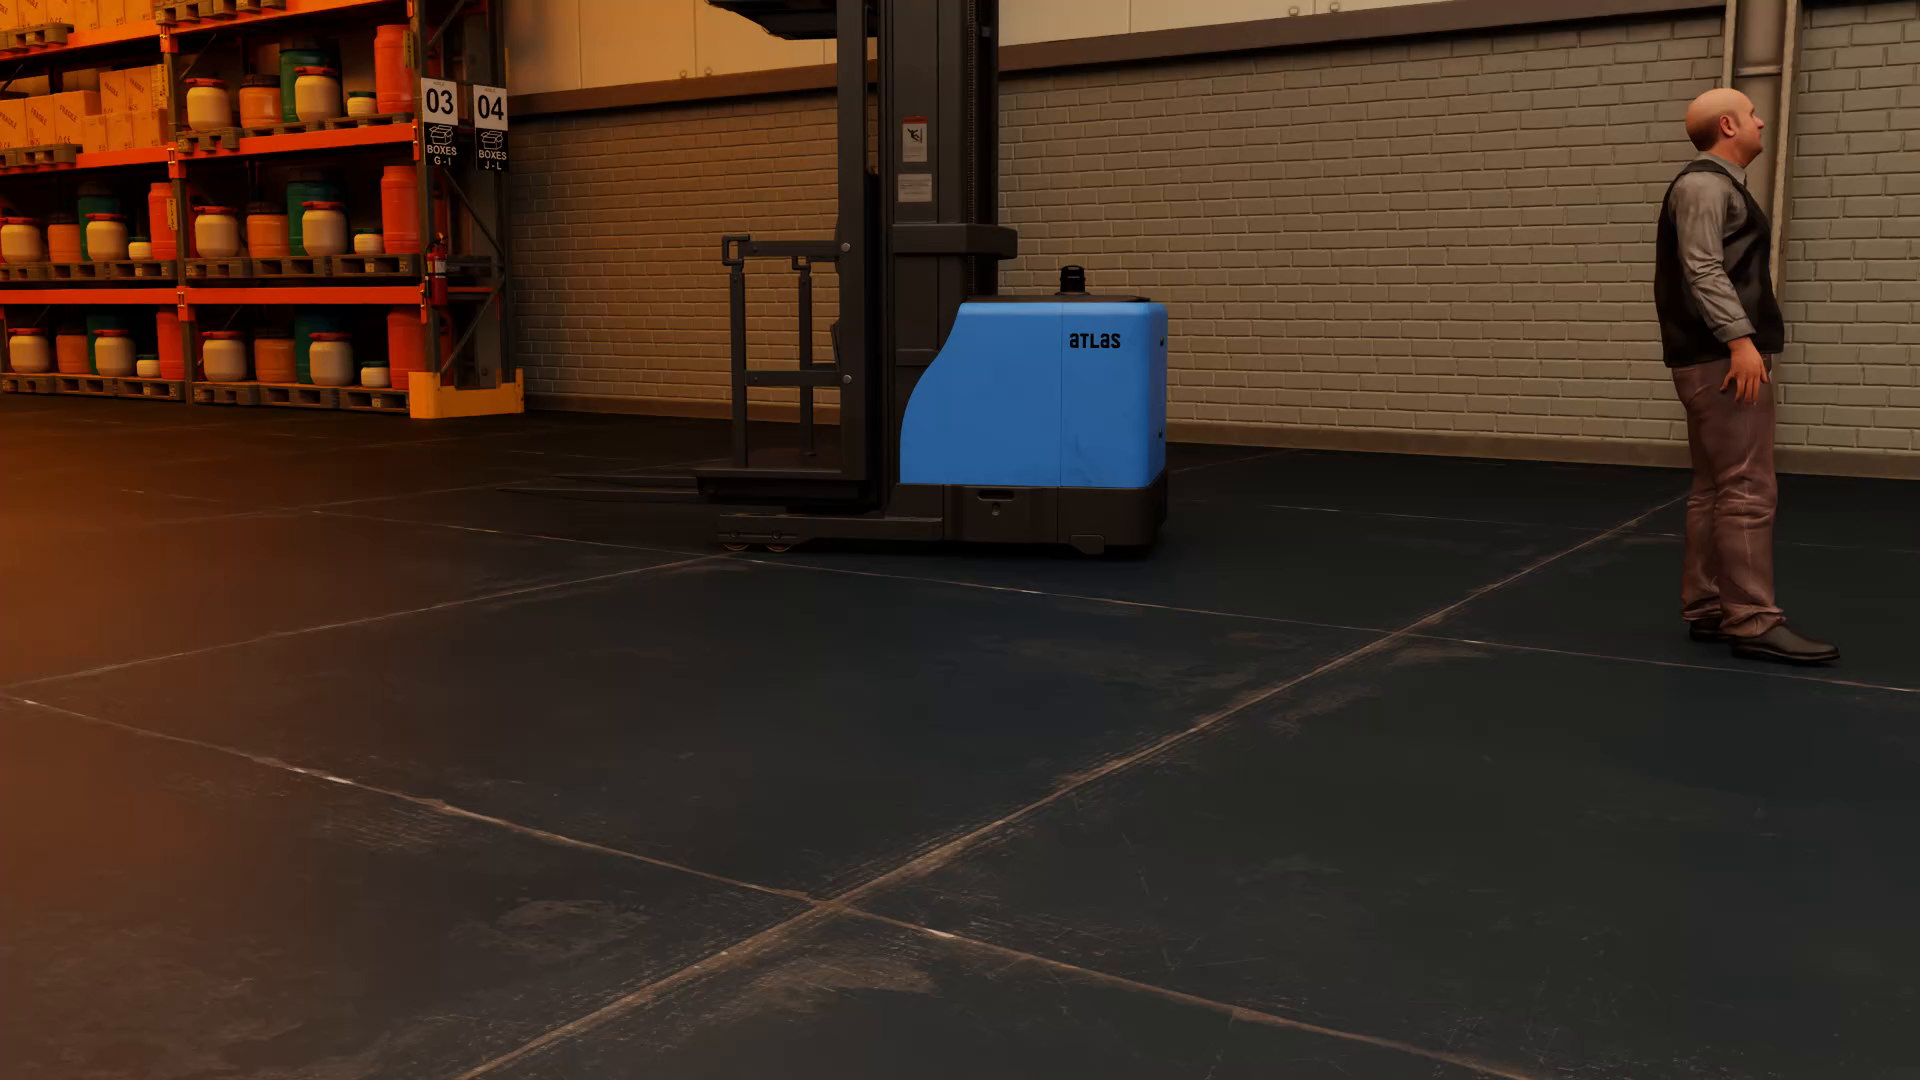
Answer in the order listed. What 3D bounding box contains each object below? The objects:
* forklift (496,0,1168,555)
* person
[{"bbox_3d":[-0.596,-1.469,7.520,3.031,2.935,1.130,2,8,12],"label":"forklift"},{"bbox_3d":[2.451,-0.532,5.175,0.569,1.720,0.632,3,9,22],"label":"person"}]
